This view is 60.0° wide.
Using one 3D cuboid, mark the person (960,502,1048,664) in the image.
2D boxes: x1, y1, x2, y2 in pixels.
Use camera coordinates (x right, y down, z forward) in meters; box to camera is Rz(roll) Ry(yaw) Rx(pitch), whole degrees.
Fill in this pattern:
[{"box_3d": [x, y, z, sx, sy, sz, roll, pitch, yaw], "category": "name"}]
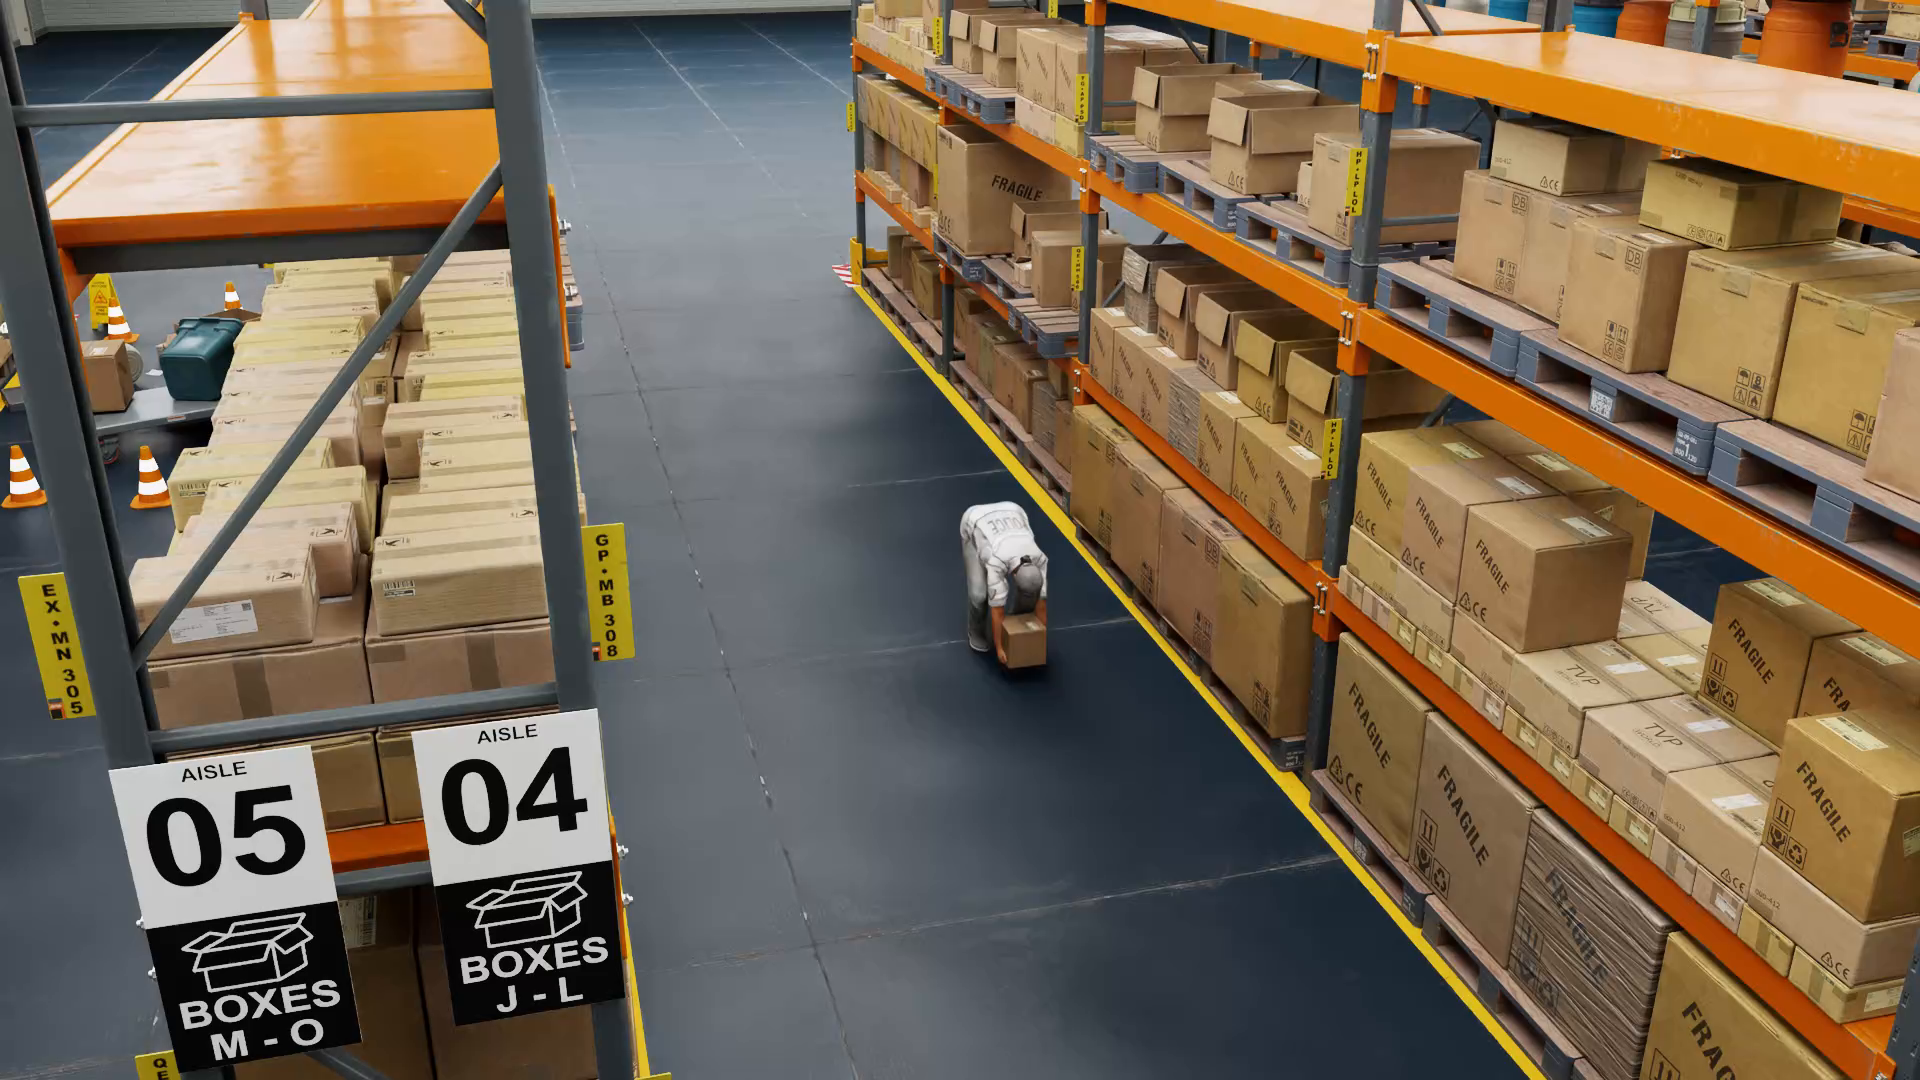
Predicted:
[{"box_3d": [0.312, 0.298, 10.788, 0.511, 0.966, 0.940, -7, 24, -17], "category": "person"}]
